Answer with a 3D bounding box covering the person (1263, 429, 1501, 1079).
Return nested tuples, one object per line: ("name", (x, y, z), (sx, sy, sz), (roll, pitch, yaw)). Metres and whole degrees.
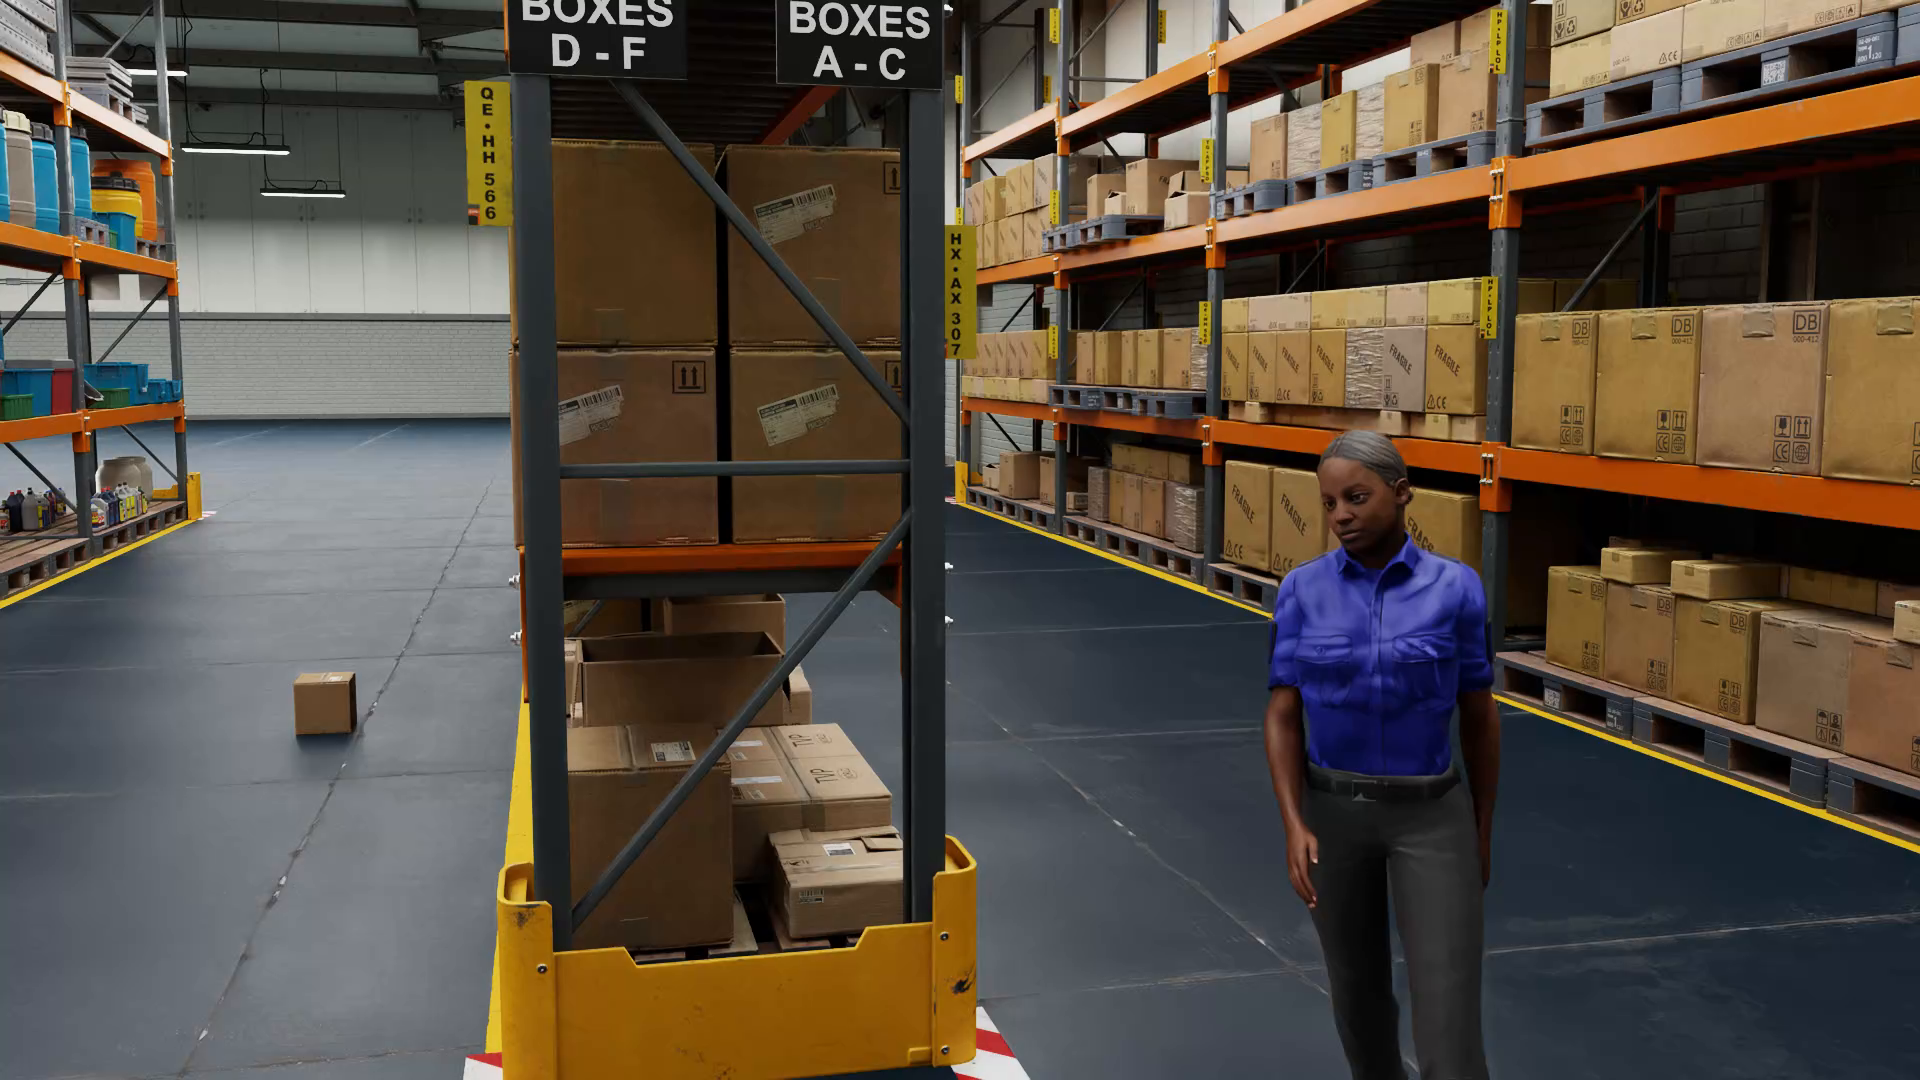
("person", (0.866, 0.557, 3.356), (0.494, 1.525, 0.720), (2, 7, 21))
